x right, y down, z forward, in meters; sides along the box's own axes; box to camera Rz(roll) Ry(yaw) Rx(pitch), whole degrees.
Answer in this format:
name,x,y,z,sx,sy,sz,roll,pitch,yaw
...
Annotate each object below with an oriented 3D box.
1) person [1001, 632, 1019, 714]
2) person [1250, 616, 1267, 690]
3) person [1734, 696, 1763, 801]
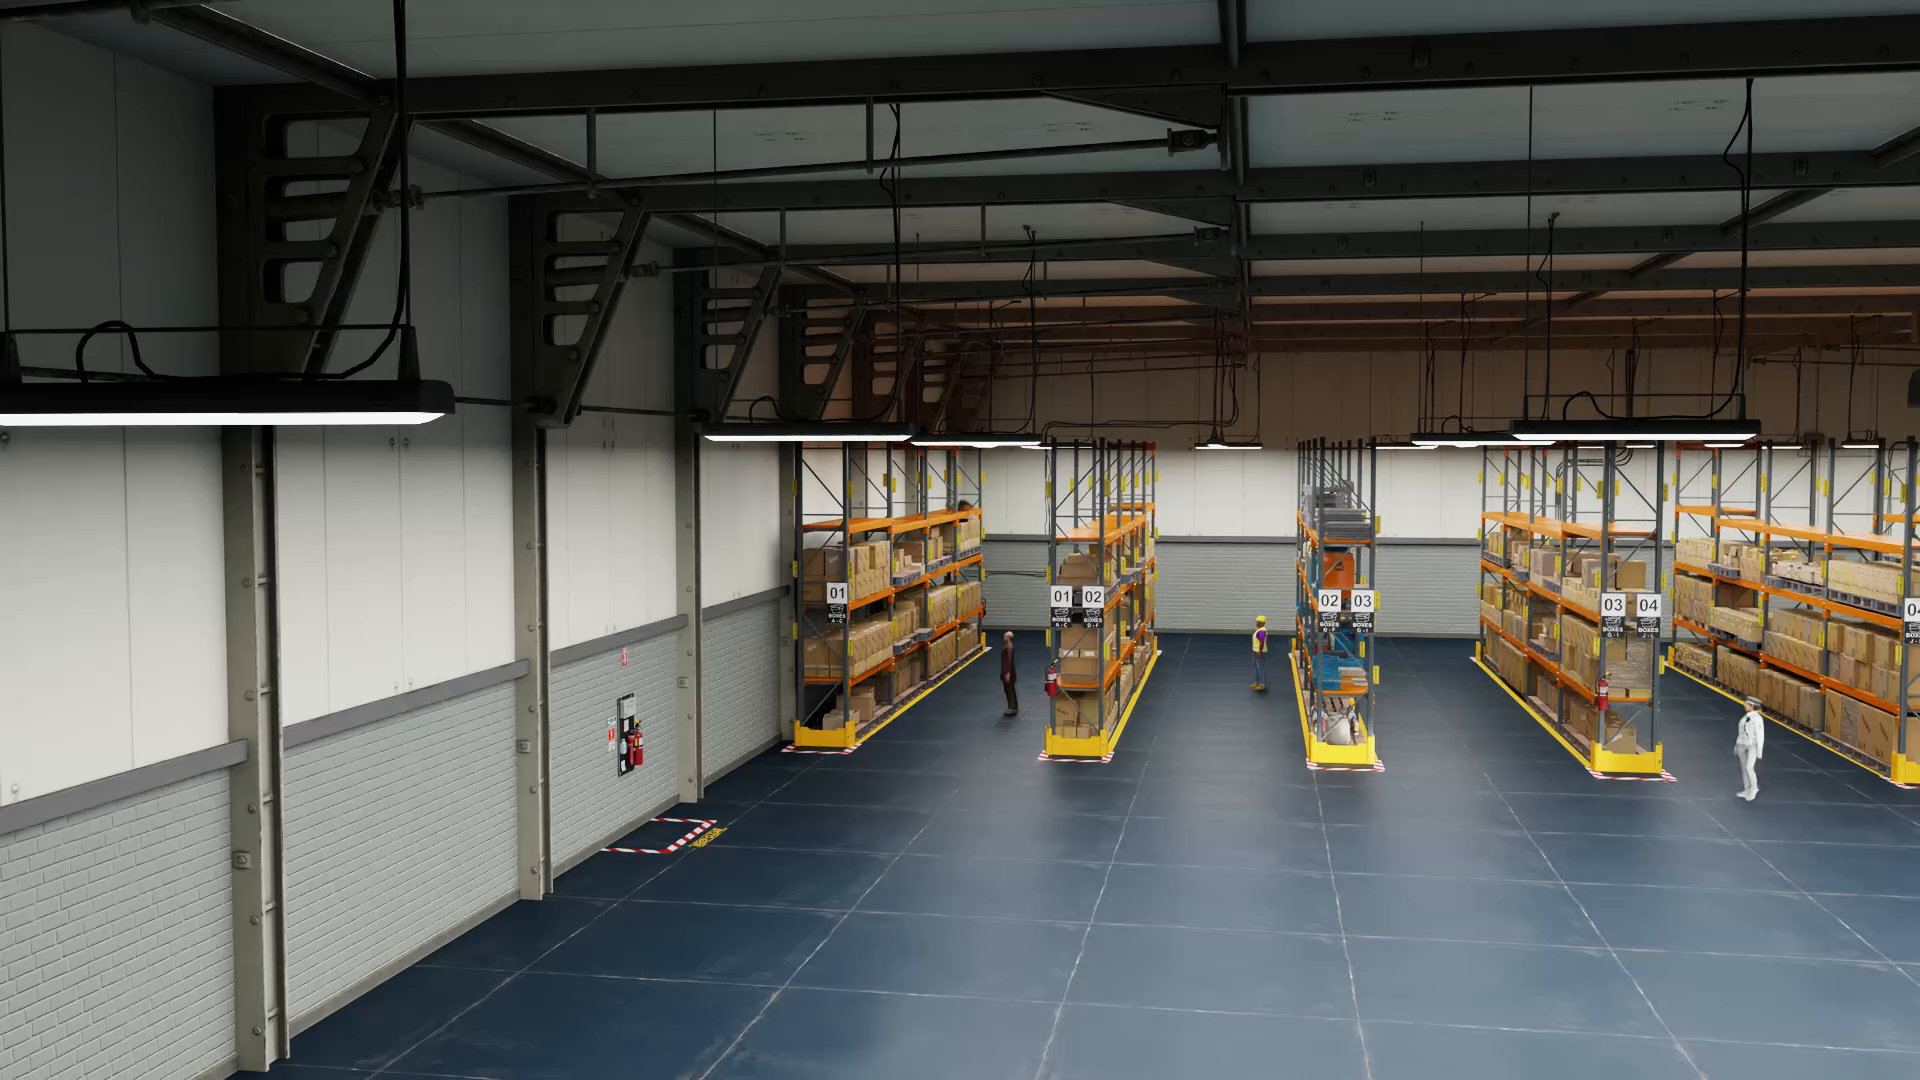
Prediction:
name,x,y,z,sx,sy,sz,roll,pitch,yaw
person,1.088,2.916,36.401,0.407,1.827,0.672,0,3,2
person,7.229,2.707,40.134,0.417,1.771,0.618,0,3,-7
person,12.994,3.427,27.407,0.445,1.715,0.529,-2,4,-32
